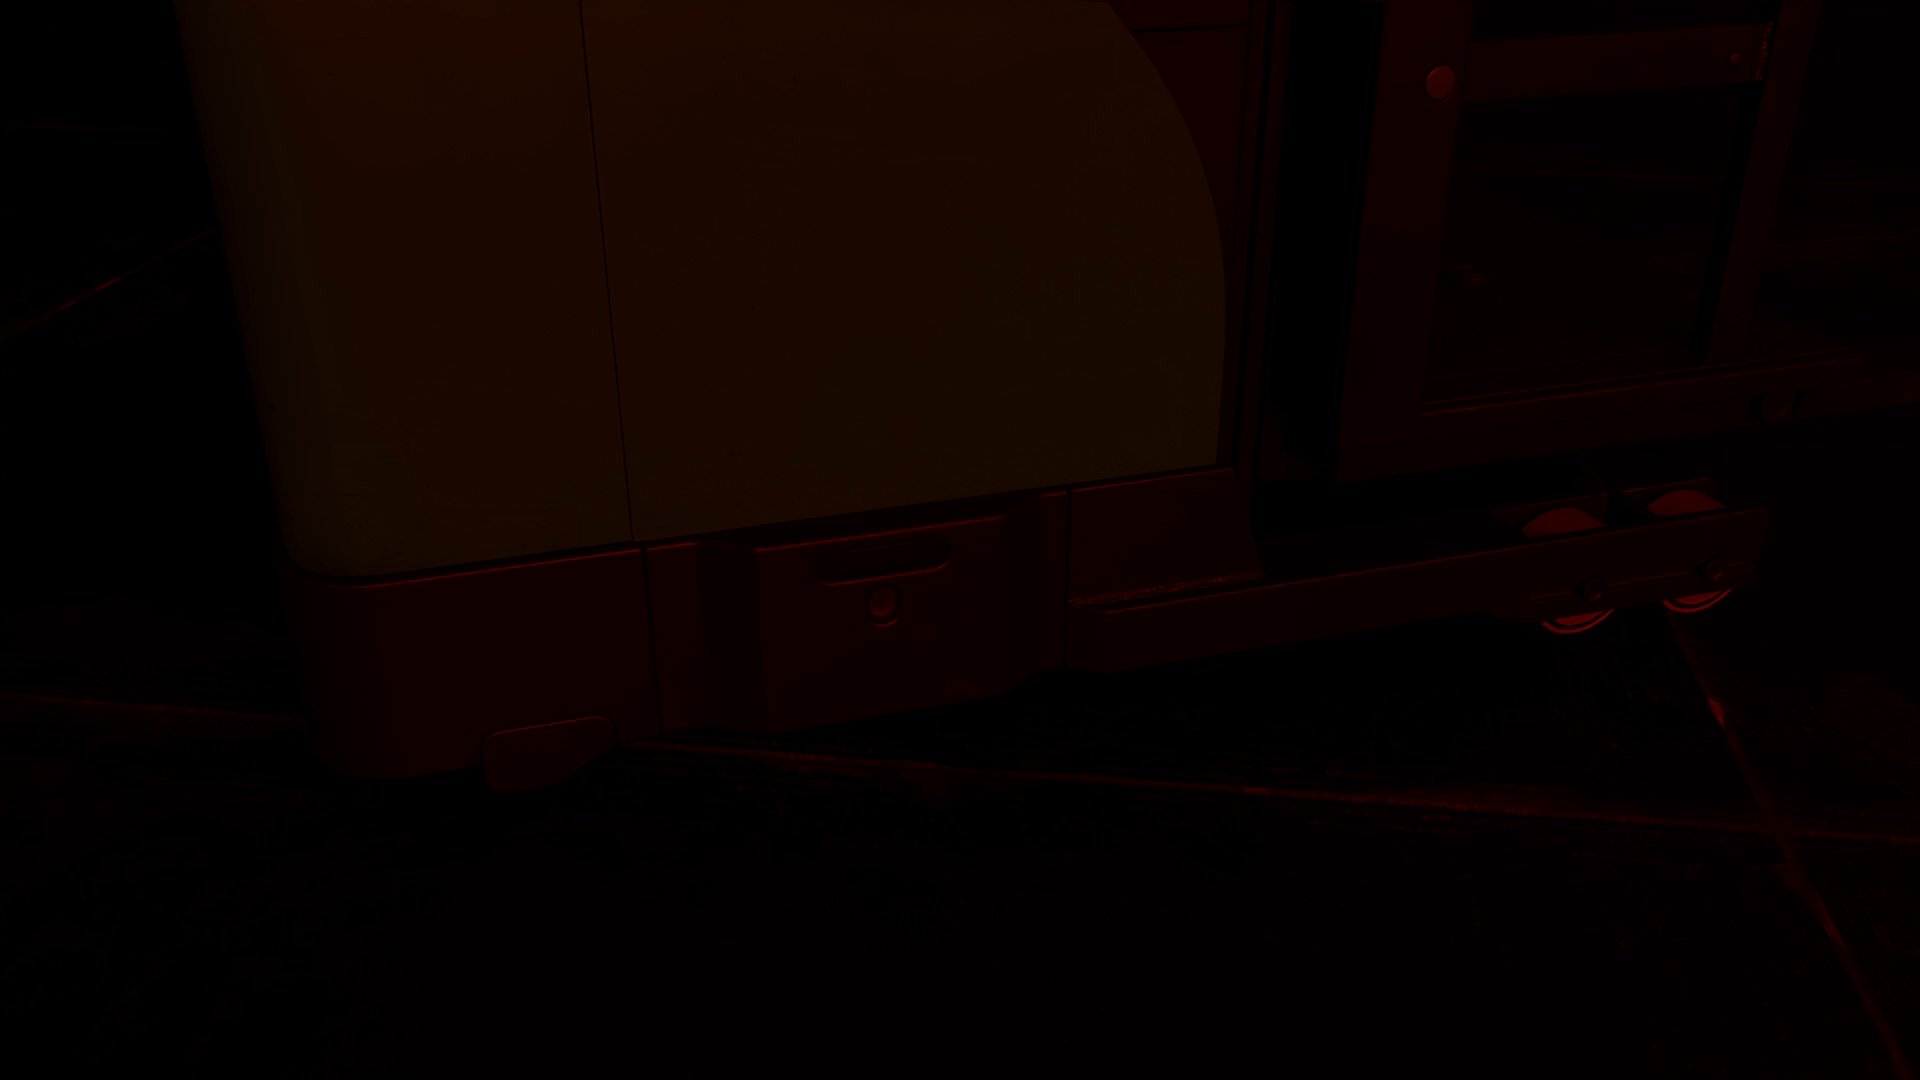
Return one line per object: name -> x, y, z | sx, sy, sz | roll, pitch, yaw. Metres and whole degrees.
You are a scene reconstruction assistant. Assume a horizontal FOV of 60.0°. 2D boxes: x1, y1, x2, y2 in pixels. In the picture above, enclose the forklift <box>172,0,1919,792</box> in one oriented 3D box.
forklift -> 0.583, -1.401, 2.026 | 3.031, 2.935, 1.130 | -8, 28, -16
